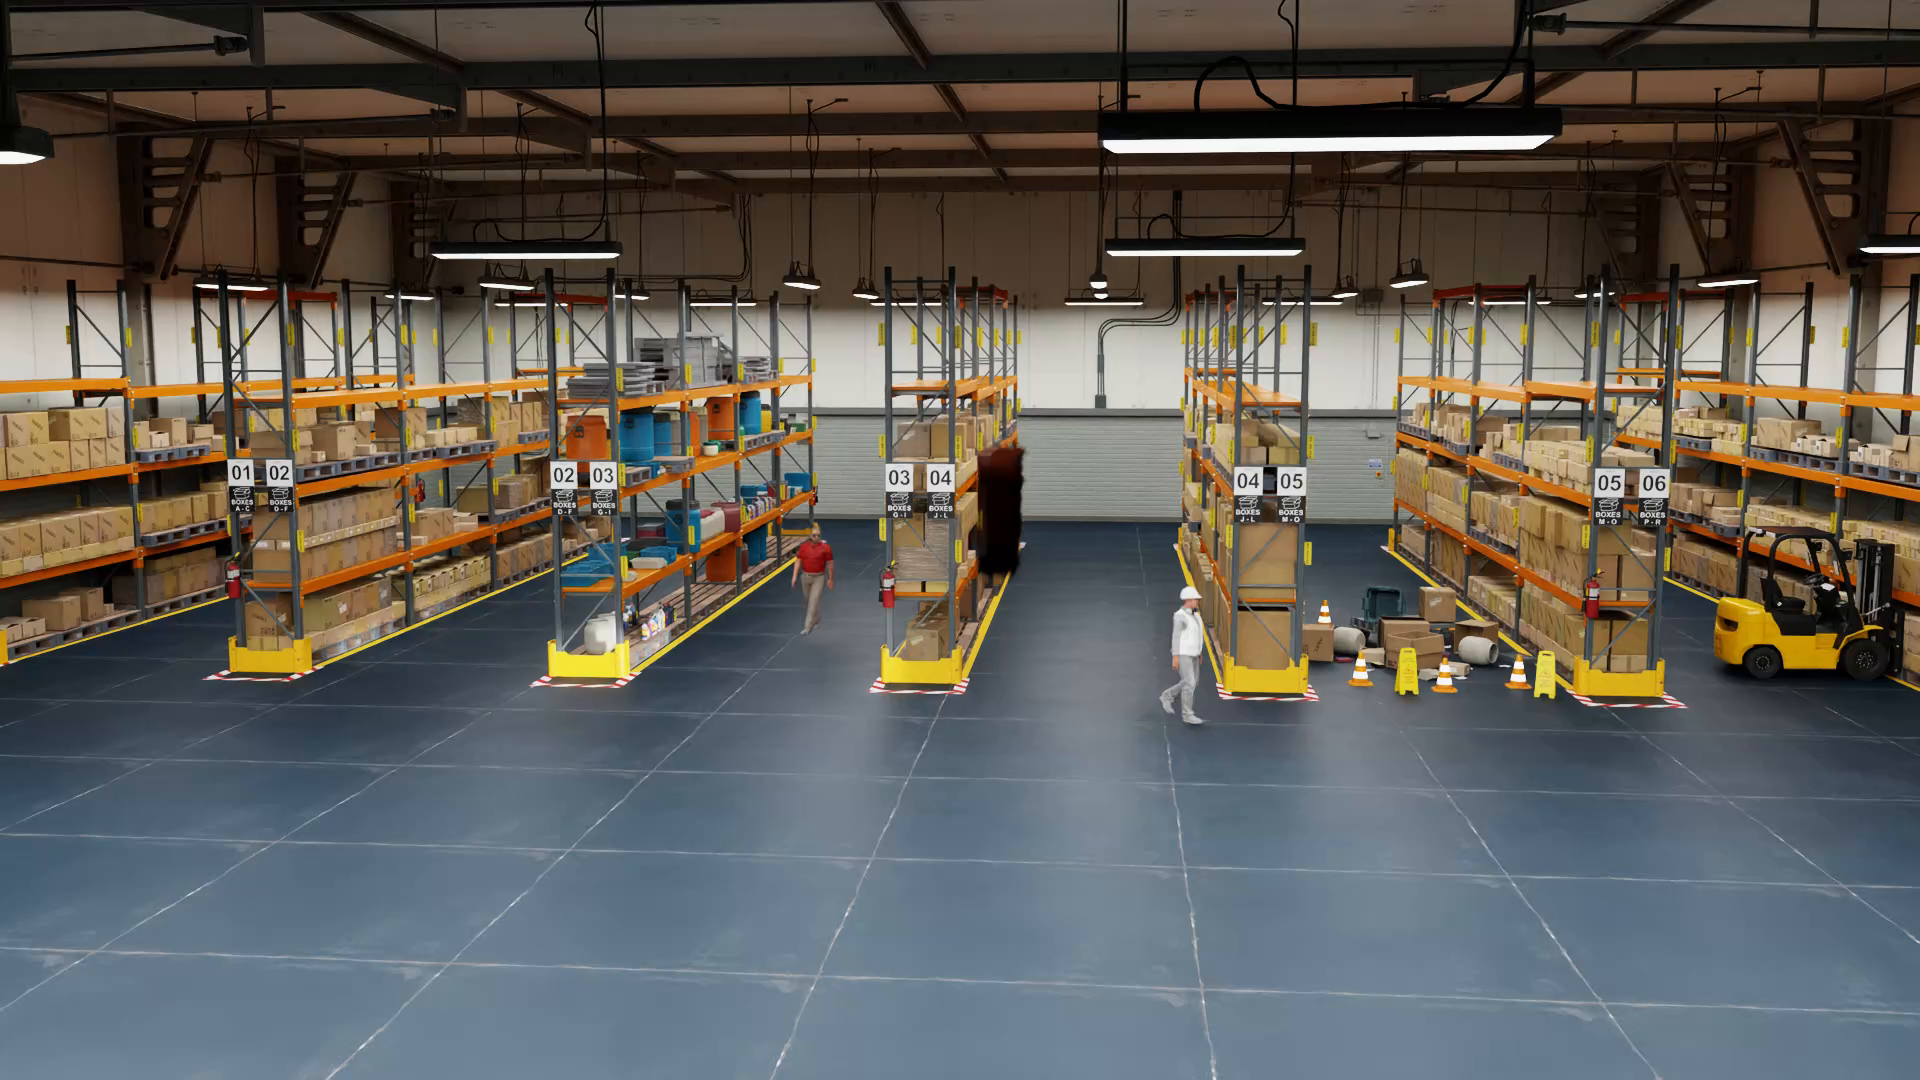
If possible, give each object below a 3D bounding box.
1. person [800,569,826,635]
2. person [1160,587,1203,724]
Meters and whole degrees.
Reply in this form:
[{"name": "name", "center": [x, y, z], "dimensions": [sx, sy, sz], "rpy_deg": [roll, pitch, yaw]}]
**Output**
[{"name": "person", "center": [-2.365, 0.970, 26.688], "dimensions": [0.411, 1.046, 0.943], "rpy_deg": [1, 7, 11]}, {"name": "person", "center": [2.922, 1.486, 21.802], "dimensions": [0.727, 1.758, 0.452], "rpy_deg": [4, 8, 32]}]
